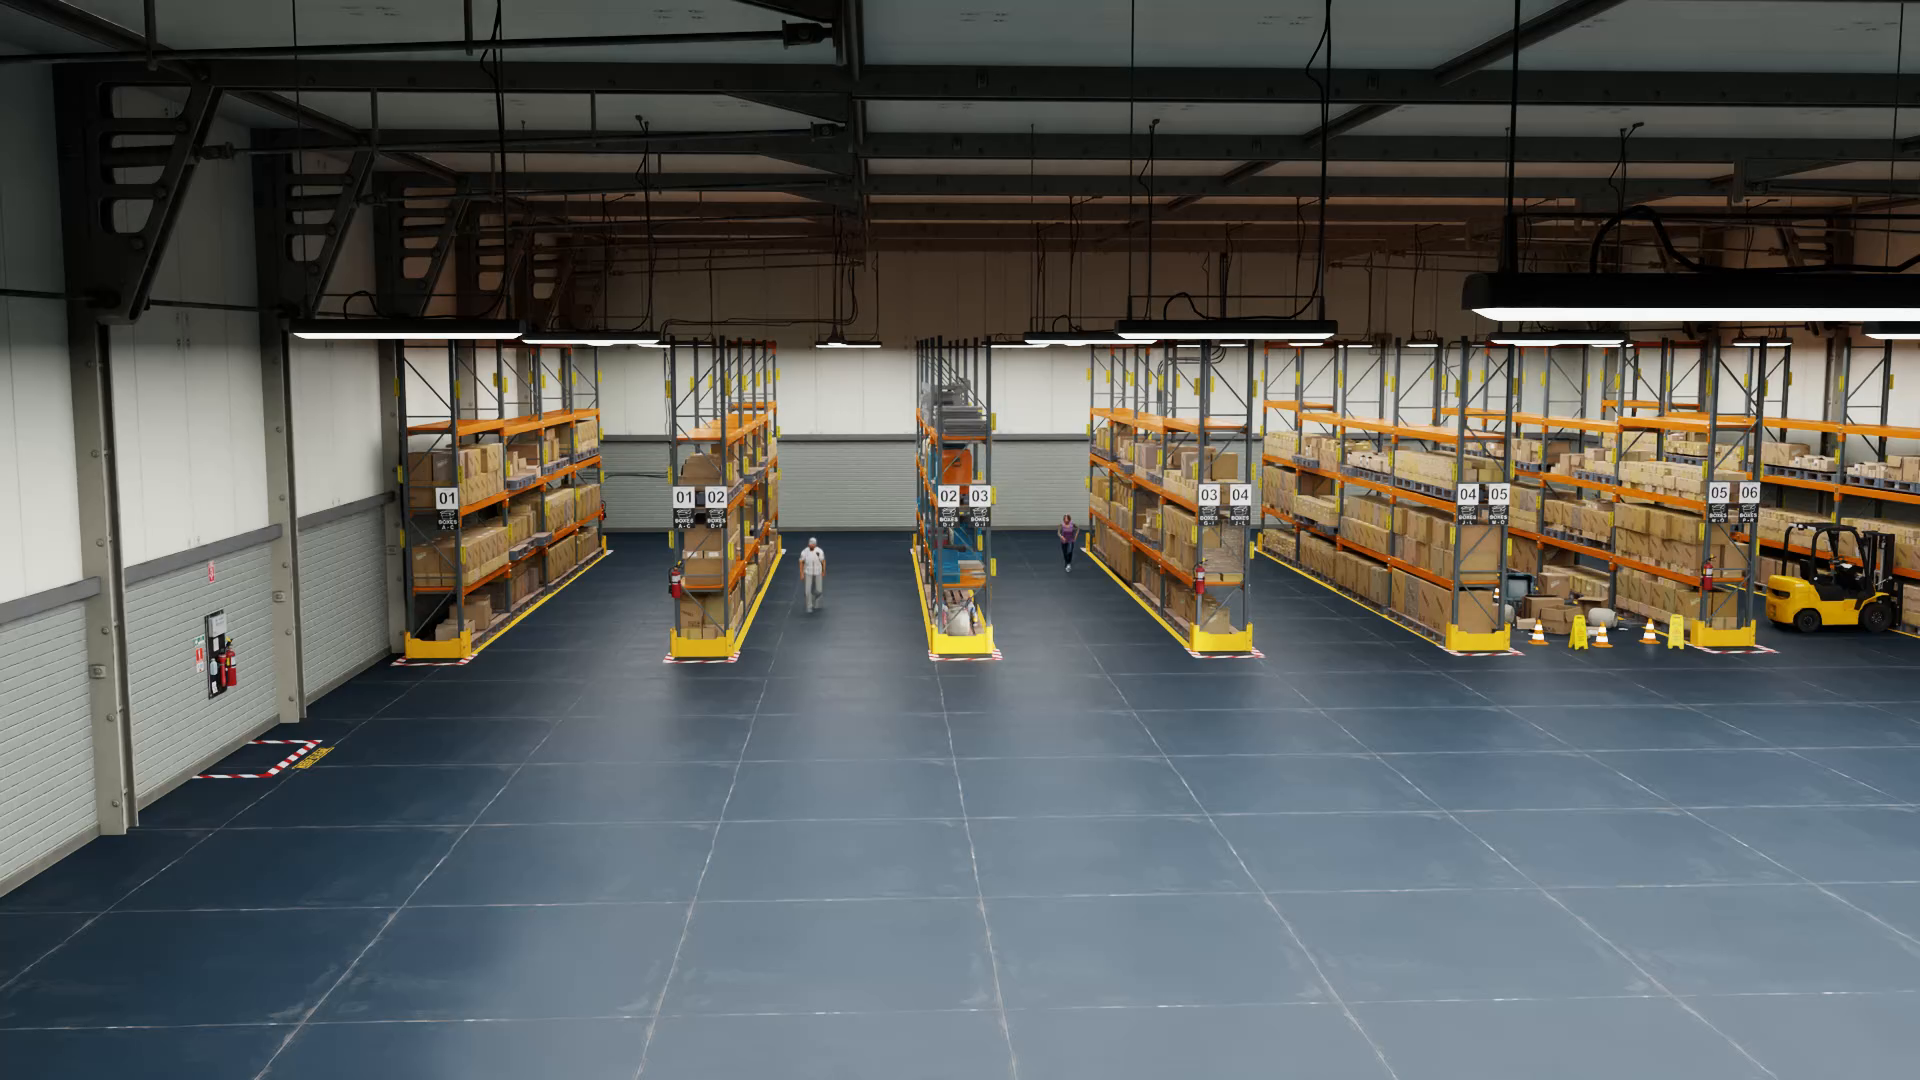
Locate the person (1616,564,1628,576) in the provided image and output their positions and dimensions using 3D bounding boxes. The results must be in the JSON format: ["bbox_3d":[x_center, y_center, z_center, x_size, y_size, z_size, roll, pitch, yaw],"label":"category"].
[{"bbox_3d":[16.771,0.084,42.015,0.561,1.787,0.443,-3,7,-26],"label":"person"}]

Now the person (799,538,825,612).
[{"bbox_3d":[-3.264,0.752,36.739,0.571,1.647,0.592,-1,7,-8],"label":"person"}]

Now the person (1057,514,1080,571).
[{"bbox_3d":[2.818,0.059,43.131,0.574,1.510,0.790,1,7,8],"label":"person"}]

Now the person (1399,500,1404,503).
[{"bbox_3d":[12.096,-0.273,45.610,0.527,1.641,0.436,-5,8,-40],"label":"person"}]
